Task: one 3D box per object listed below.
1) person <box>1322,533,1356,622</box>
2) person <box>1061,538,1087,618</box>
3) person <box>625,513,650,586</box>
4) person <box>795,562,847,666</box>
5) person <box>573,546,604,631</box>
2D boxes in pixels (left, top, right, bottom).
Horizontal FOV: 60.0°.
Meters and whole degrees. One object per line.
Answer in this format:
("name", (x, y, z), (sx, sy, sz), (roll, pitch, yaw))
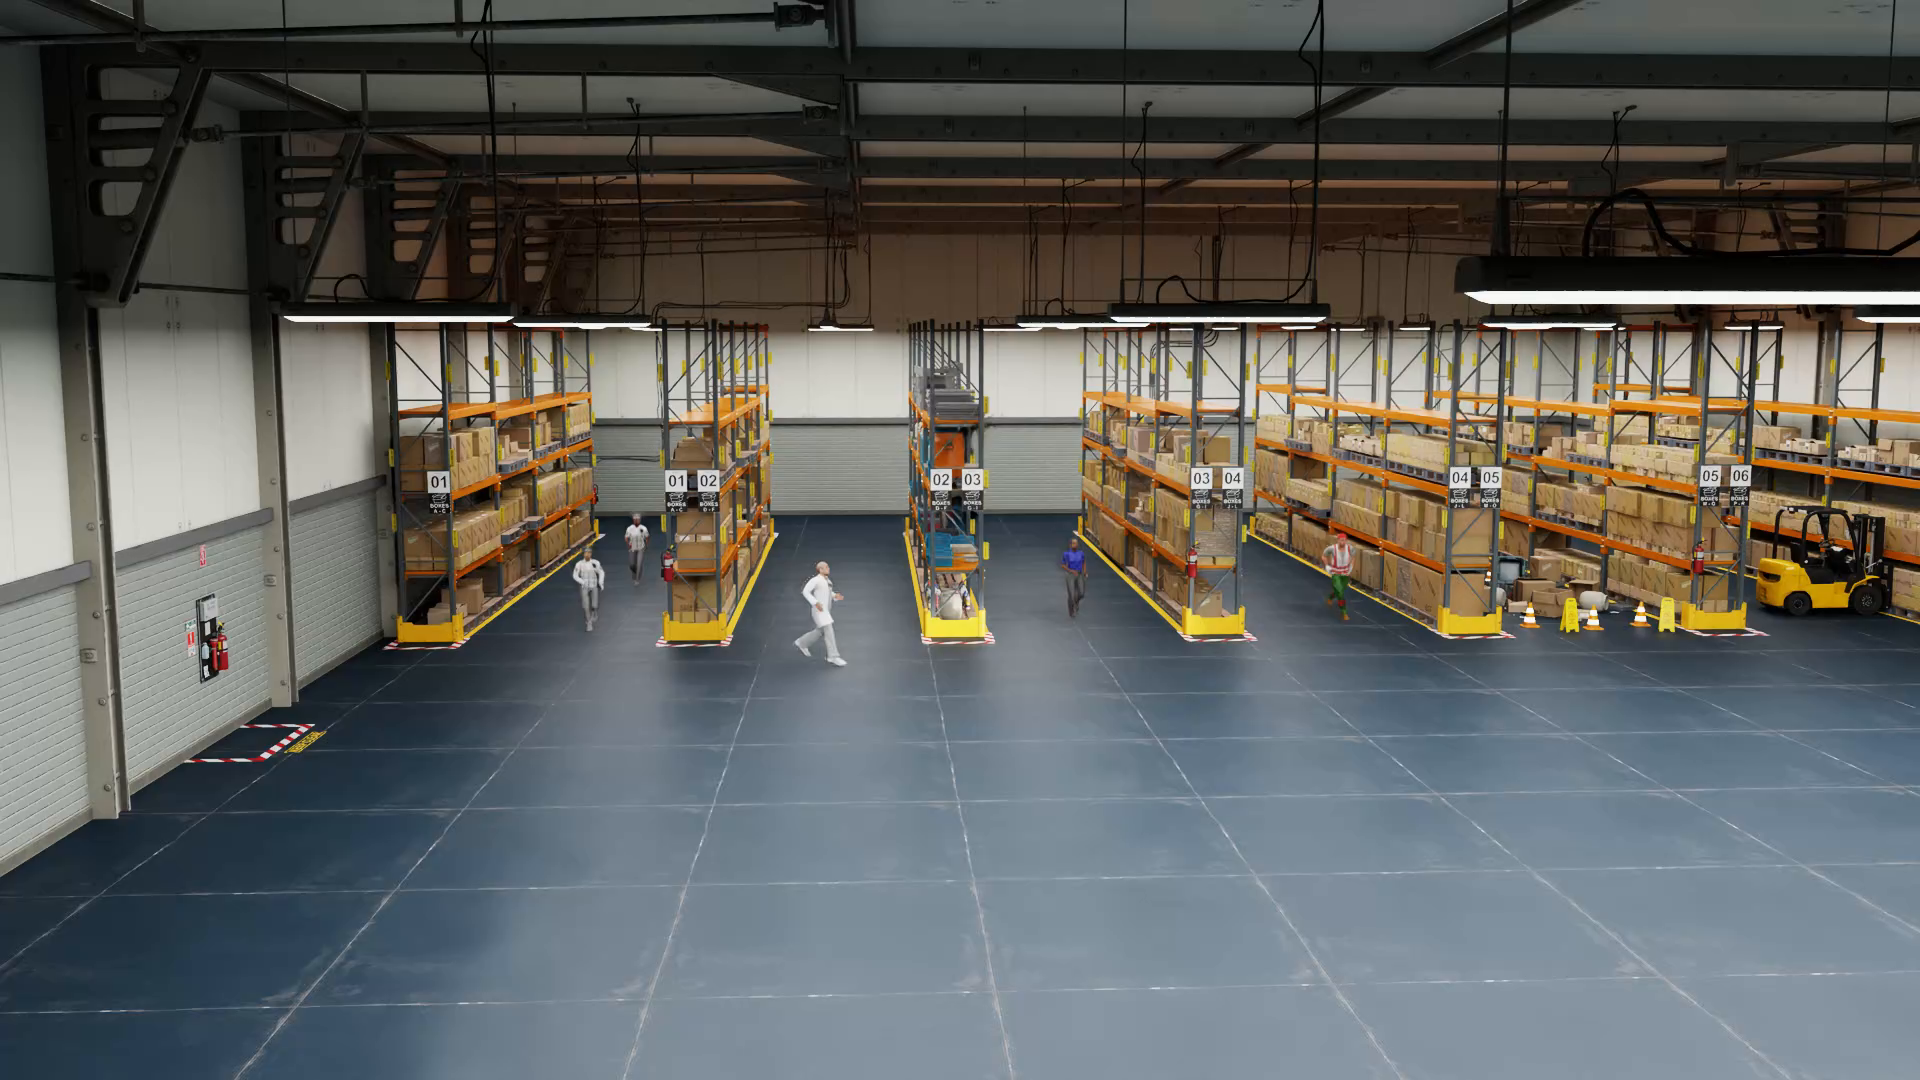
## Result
("person", (7.665, 0.703, 33.675), (0.659, 1.771, 1.114), (-1, 7, -10))
("person", (2.336, 0.771, 33.706), (0.570, 1.617, 0.553), (-2, 7, -15))
("person", (-7.375, 0.207, 38.049), (0.562, 1.655, 0.574), (-1, 7, -9))
("person", (-2.451, 1.265, 28.962), (1.048, 1.784, 0.711), (2, 7, 17))
("person", (-7.194, 0.930, 32.277), (0.603, 1.658, 0.527), (-2, 7, -15))
